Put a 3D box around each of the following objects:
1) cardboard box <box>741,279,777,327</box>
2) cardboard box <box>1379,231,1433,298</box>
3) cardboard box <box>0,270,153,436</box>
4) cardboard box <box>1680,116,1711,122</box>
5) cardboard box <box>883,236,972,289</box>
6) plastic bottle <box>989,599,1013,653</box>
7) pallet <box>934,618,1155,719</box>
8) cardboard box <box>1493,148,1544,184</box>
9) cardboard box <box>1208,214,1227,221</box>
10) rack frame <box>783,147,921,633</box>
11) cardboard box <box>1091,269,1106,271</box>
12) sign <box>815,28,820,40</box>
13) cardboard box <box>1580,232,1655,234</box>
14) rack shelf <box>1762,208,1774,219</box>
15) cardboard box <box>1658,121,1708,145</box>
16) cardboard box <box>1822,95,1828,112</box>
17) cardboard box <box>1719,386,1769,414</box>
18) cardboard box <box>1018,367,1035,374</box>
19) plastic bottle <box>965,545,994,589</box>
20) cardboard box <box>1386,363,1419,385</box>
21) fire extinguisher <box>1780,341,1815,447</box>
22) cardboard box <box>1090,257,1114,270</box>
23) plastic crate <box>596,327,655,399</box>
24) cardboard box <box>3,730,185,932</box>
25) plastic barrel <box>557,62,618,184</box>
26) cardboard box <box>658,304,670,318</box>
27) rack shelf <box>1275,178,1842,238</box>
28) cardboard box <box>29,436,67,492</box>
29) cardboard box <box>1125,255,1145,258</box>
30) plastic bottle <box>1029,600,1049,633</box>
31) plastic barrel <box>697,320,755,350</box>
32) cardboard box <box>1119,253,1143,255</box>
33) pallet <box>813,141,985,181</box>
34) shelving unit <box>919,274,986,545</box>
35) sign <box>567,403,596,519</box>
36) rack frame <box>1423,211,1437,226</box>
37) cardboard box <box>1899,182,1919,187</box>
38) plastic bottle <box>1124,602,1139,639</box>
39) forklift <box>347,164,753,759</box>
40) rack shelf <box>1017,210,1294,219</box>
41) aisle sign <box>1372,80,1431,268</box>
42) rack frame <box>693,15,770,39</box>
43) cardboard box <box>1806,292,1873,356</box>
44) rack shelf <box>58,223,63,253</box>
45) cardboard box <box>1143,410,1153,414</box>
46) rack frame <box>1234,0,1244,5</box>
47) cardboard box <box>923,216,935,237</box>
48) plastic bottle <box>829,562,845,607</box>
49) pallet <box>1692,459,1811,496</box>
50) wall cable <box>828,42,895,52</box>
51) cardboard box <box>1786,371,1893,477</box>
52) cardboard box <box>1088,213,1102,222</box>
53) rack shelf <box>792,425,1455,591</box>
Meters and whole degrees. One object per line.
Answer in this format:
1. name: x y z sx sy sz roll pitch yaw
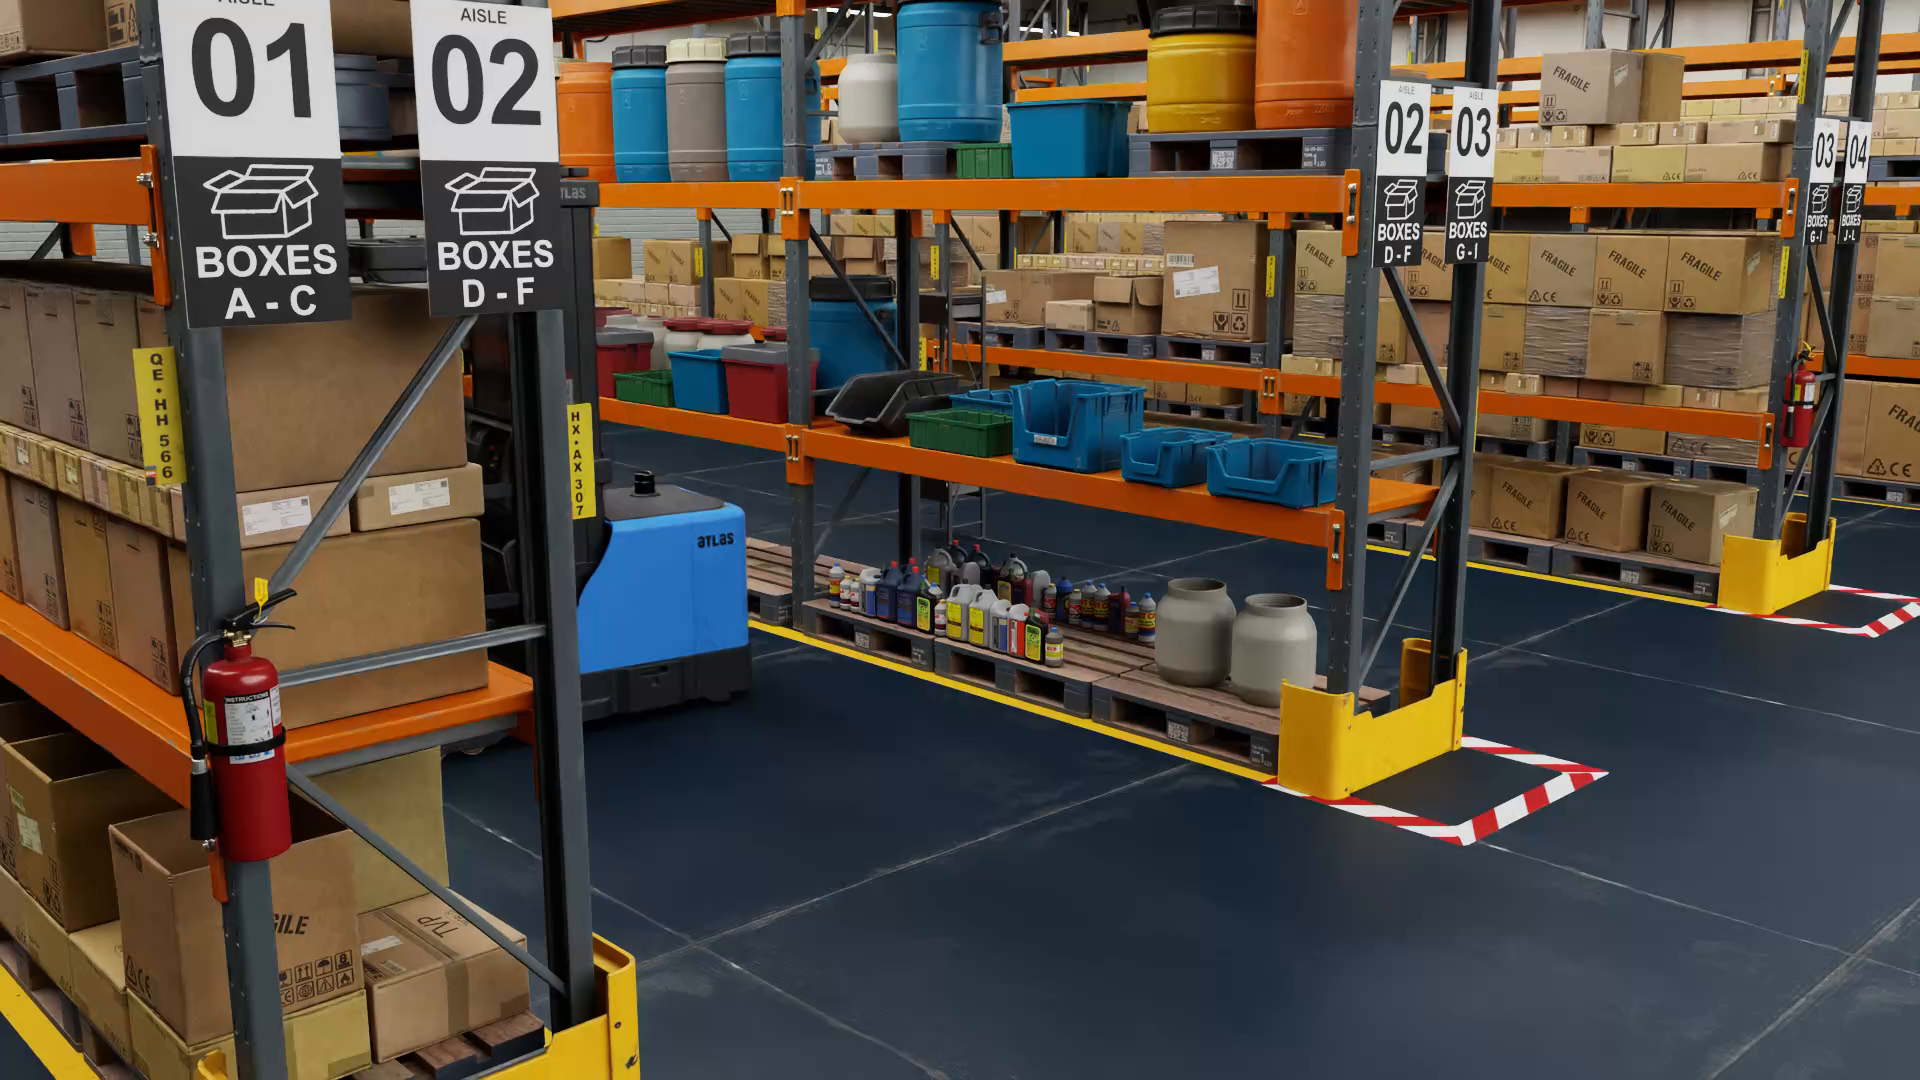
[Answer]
1. cardboard box: -2.124 -2.688 18.775 0.500 0.500 0.500 -11 16 -42
2. cardboard box: 3.389 -2.157 12.983 0.500 0.500 0.500 -11 16 -43
3. cardboard box: -2.900 -0.667 5.753 0.700 0.500 0.500 -11 16 -43
4. cardboard box: 7.058 -3.935 15.989 0.500 0.250 0.500 -11 16 -43
5. cardboard box: -0.339 -2.879 17.219 0.797 0.503 0.637 -10 15 -41
6. plastic bottle: 0.261 0.479 9.315 0.135 0.276 0.152 11 16 44
7. pallet: 0.614 0.692 9.531 1.003 0.211 1.213 -11 16 -43
8. cardboard box: 4.116 -2.714 12.090 0.500 0.250 0.500 -11 16 -44
9. cardboard box: 4.116 -5.052 26.165 0.380 0.149 0.250 -11 16 -44
10. rack frame: -0.666 -0.956 10.618 1.000 3.000 0.127 -11 16 -43
11. cardboard box: 1.898 -3.406 21.355 0.380 0.149 0.250 -11 16 -43
12. sign: -2.106 -7.433 24.677 0.100 0.325 0.005 -11 16 -43
13. cardboard box: 4.809 -2.012 12.280 0.500 0.500 0.500 -11 16 -43
14. rack shelf: 11.465 -3.852 19.024 1.077 0.370 4.000 -11 16 -43
15. cardboard box: 4.898 -2.729 11.176 0.250 0.149 0.380 11 16 43
16. cardboard box: 7.804 -3.955 15.097 0.380 0.149 0.250 -11 16 -42
17. cardboard box: 5.332 -0.952 11.222 0.380 0.149 0.250 -11 16 -43
18. cardboard box: 1.030 -2.397 23.639 0.250 0.149 0.380 11 16 43
19. plastic bottle: 0.120 0.208 10.444 0.185 0.351 0.144 11 16 42
20. cardboard box: 3.525 -1.302 12.918 0.380 0.149 0.250 -11 16 -43
21. fire extinguisher: 5.424 -0.944 10.750 0.296 0.674 0.183 -11 16 -43
22. cardboard box: 1.882 -3.554 21.336 0.380 0.149 0.250 -10 15 -40
23. plastic crate: -2.534 -1.293 12.094 0.402 0.464 0.583 -11 16 -43
24. cardboard box: -2.776 0.911 5.473 0.500 0.500 0.500 -11 16 -43
25. plastic barrel: -2.567 -2.974 11.914 0.600 0.830 0.708 -11 16 -43
26. cardboard box: -3.411 -2.765 20.019 0.380 0.149 0.250 -11 16 -44
27. rack shelf: 4.297 -2.471 12.321 1.077 0.370 4.000 -11 16 -43
28. cardboard box: -2.786 -0.267 5.419 0.380 0.149 0.250 -10 16 -41
29. cardboard box: 2.367 -3.642 21.765 0.250 0.149 0.380 11 16 43
30. plastic bottle: 0.433 0.480 9.288 0.061 0.283 0.133 -11 16 -43
31. plastic barrel: -1.675 -1.300 11.950 0.433 0.535 0.433 0 12 0
32. cardboard box: 2.986 -4.500 27.572 0.500 0.500 0.500 -10 15 -41
33. pallet: -0.097 -2.241 9.889 1.213 0.211 1.003 -11 16 -43
34. shelving unit: -0.114 -1.053 13.317 0.431 2.100 0.503 -11 16 -43
35. sign: -1.083 -0.222 4.713 0.100 0.325 0.005 -11 16 -43
36. rack frame: 8.146 -4.887 29.698 1.000 3.000 0.127 -11 16 -43
37. cardboard box: 10.948 -4.093 19.034 0.380 0.149 0.250 -11 16 -44
38. plastic bottle: 0.998 0.460 9.591 0.097 0.201 0.097 0 12 0
39. forklift: -2.644 -0.470 8.429 3.031 2.935 1.130 -8 14 -34
40. rack shelf: 2.430 -4.315 21.272 1.077 0.370 4.000 -11 16 -43
41. aisle sign: 1.931 -1.594 7.270 0.394 0.787 0.004 -11 16 -43
42. rack frame: -2.608 -5.752 19.030 1.000 3.000 0.127 -11 16 -43
43. cardboard box: 8.355 -2.037 15.491 0.875 0.550 0.550 -11 16 -43
44. rack shelf: -5.632 -1.675 8.457 1.077 0.370 4.000 -11 16 -43
45. cardboard box: 1.420 -0.965 15.767 0.700 0.500 0.500 -9 15 -38
46. rack frame: 4.559 -7.133 25.733 1.000 3.000 0.127 -11 16 -43
47. cardboard box: -0.176 -4.357 23.662 0.500 0.500 0.500 -10 16 -41
48. plastic bottle: -0.763 0.272 10.327 0.097 0.271 0.097 0 12 0
49. pallet: 7.889 -0.657 16.077 1.003 0.211 1.213 -11 16 -43
50. wall cable: -1.790 -8.612 32.912 2.355 3.000 0.029 -11 16 -43
51. cardboard box: 8.210 -1.122 15.648 0.875 0.875 0.875 -11 16 -43
52. cardboard box: 2.365 -5.426 27.983 0.250 0.149 0.380 11 16 43
53. rack shelf: 0.715 -0.312 9.274 1.077 0.370 4.000 -11 16 -43
